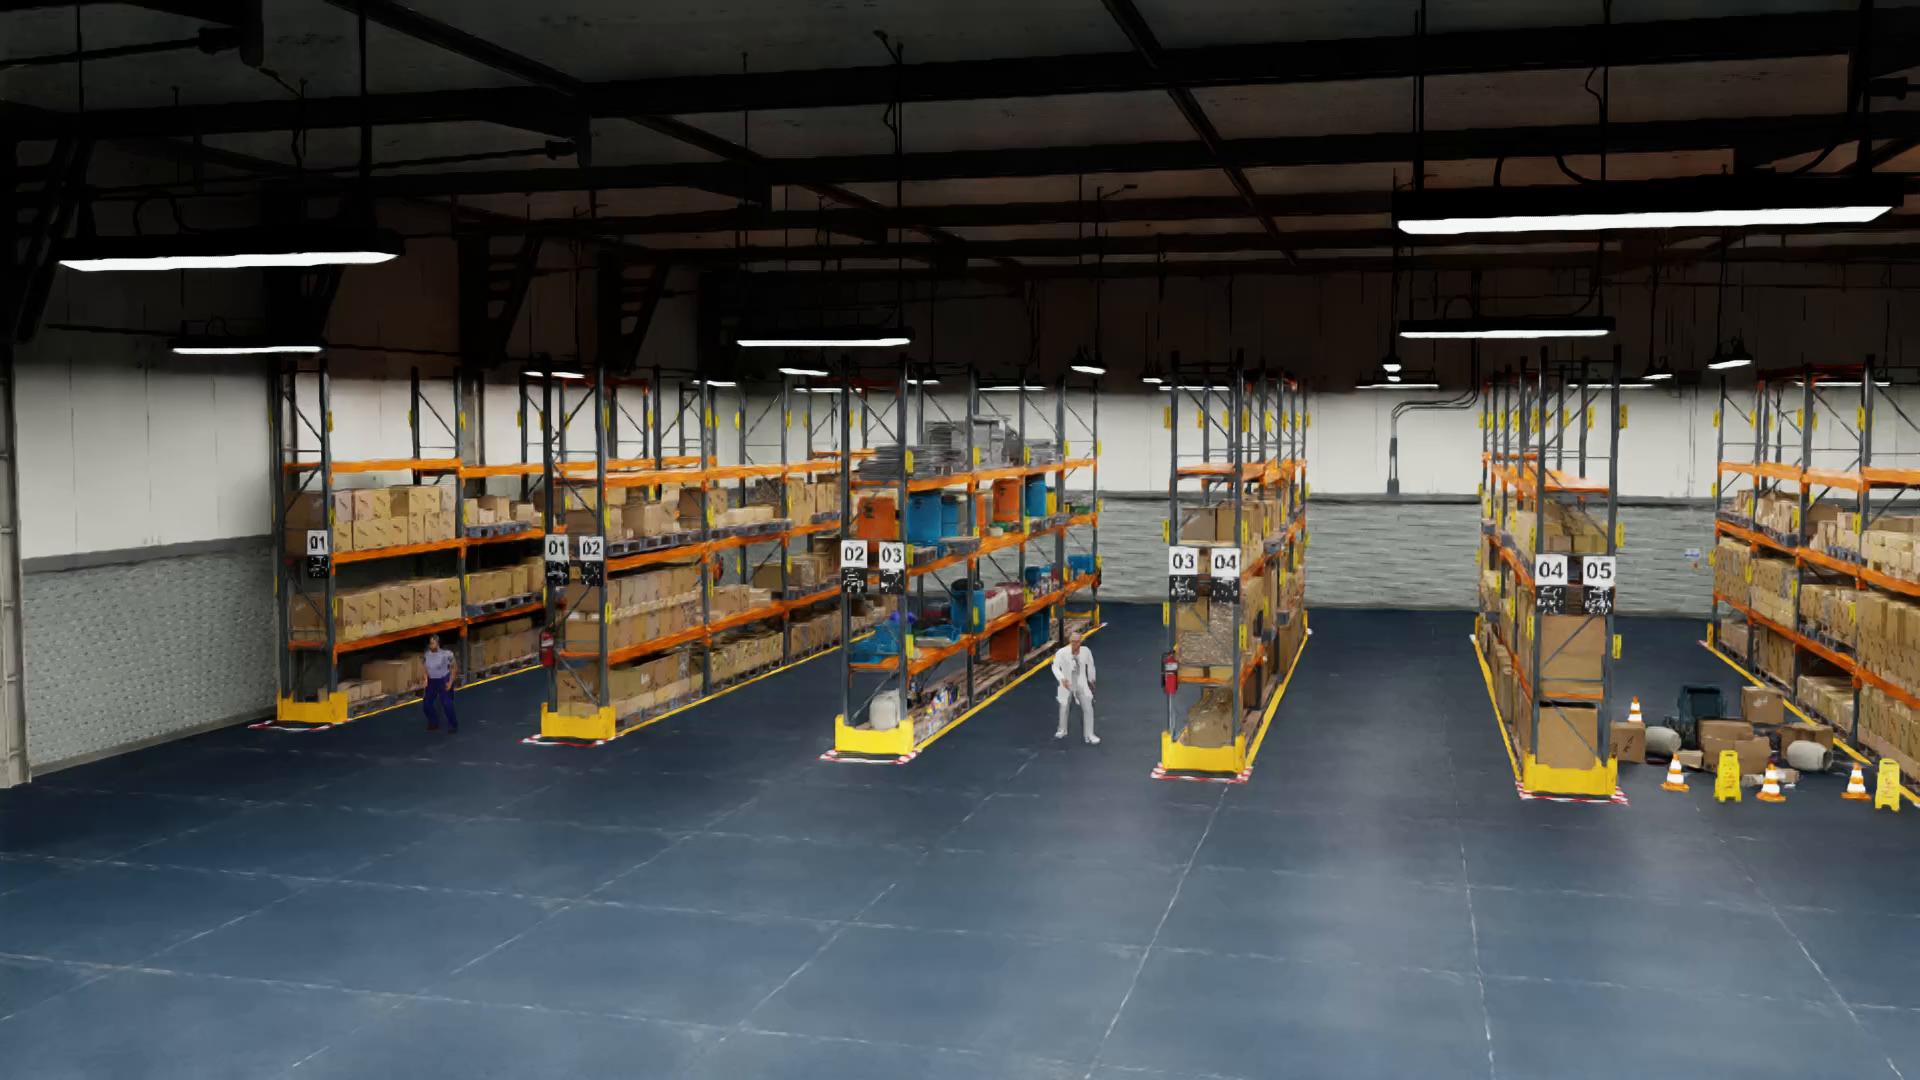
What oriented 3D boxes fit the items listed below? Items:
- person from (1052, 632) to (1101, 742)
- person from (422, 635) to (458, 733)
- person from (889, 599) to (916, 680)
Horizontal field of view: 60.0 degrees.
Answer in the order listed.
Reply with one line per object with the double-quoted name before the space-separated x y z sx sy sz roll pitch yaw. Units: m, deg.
"person" 1.787 2.271 25.925 0.735 1.712 0.905 0 4 -2
"person" -8.340 2.297 26.659 0.626 1.594 0.513 1 4 13
"person" -1.101 1.908 32.004 0.592 1.604 0.518 1 4 13
